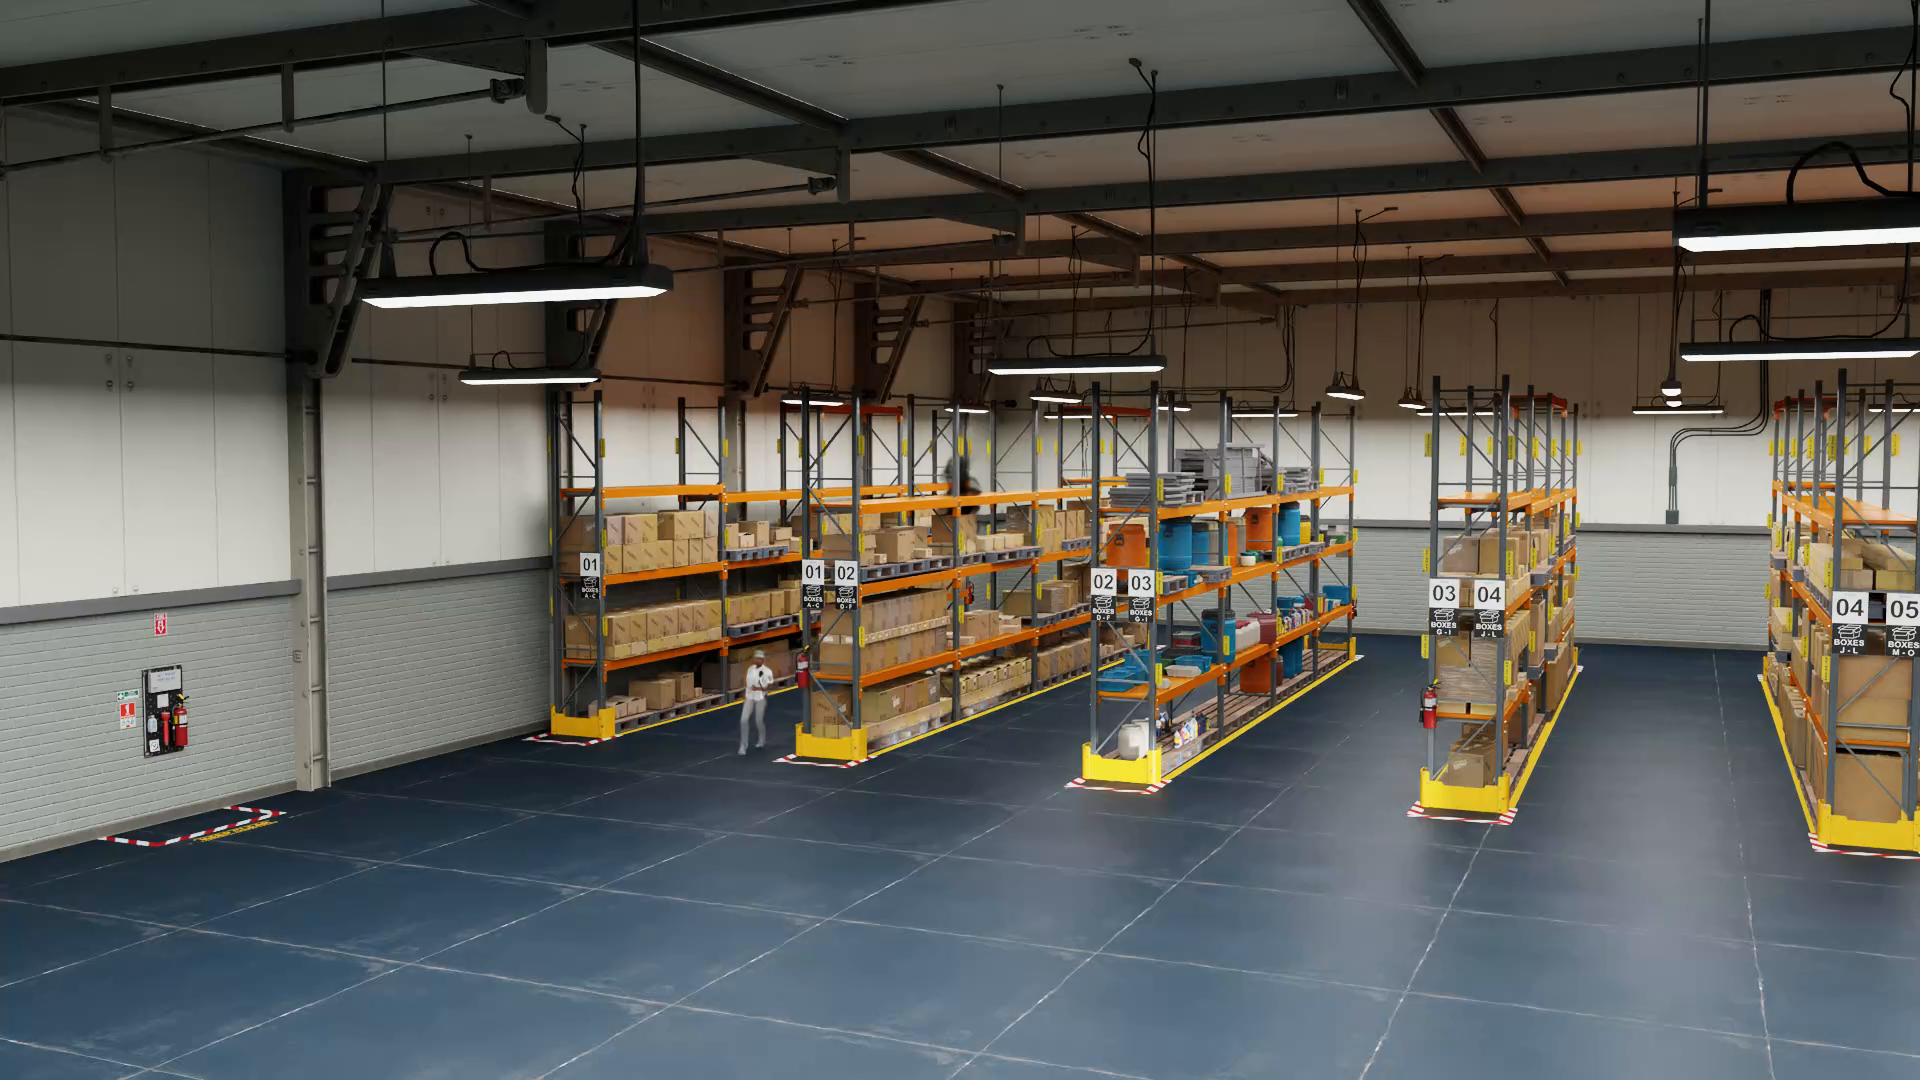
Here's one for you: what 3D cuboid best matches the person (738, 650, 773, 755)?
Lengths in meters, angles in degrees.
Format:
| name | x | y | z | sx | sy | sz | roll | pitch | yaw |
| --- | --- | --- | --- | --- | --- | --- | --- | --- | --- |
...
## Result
| name | x | y | z | sx | sy | sz | roll | pitch | yaw |
| --- | --- | --- | --- | --- | --- | --- | --- | --- | --- |
| person | -3.333 | 2.666 | 27.425 | 0.552 | 1.737 | 0.729 | 1 | 3 | 16 |
